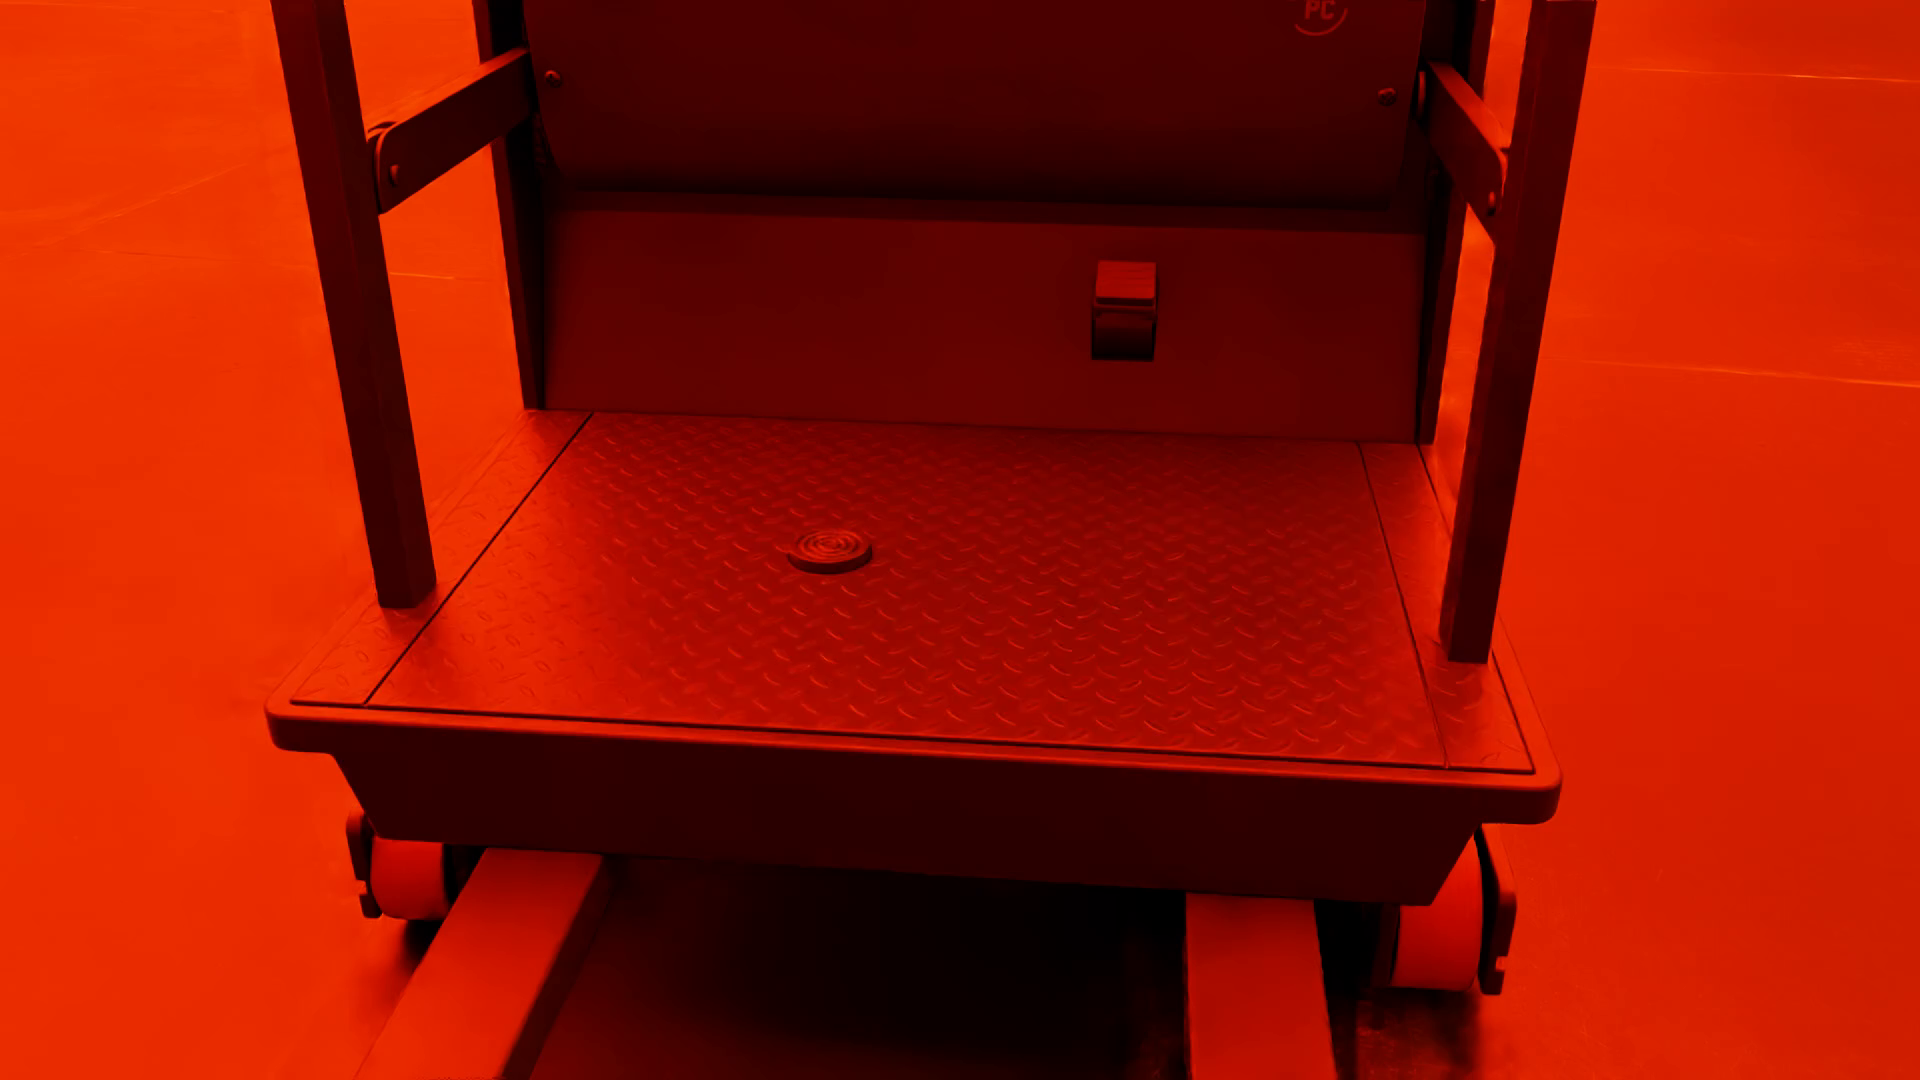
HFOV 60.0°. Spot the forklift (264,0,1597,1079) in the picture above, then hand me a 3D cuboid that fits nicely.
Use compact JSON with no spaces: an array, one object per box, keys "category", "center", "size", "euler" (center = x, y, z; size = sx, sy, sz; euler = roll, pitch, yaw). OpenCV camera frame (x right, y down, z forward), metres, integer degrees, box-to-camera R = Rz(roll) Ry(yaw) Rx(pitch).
[{"category":"forklift","center":[-0.012,-1.030,1.288],"size":[1.130,2.935,3.031],"euler":[3,27,5]}]
